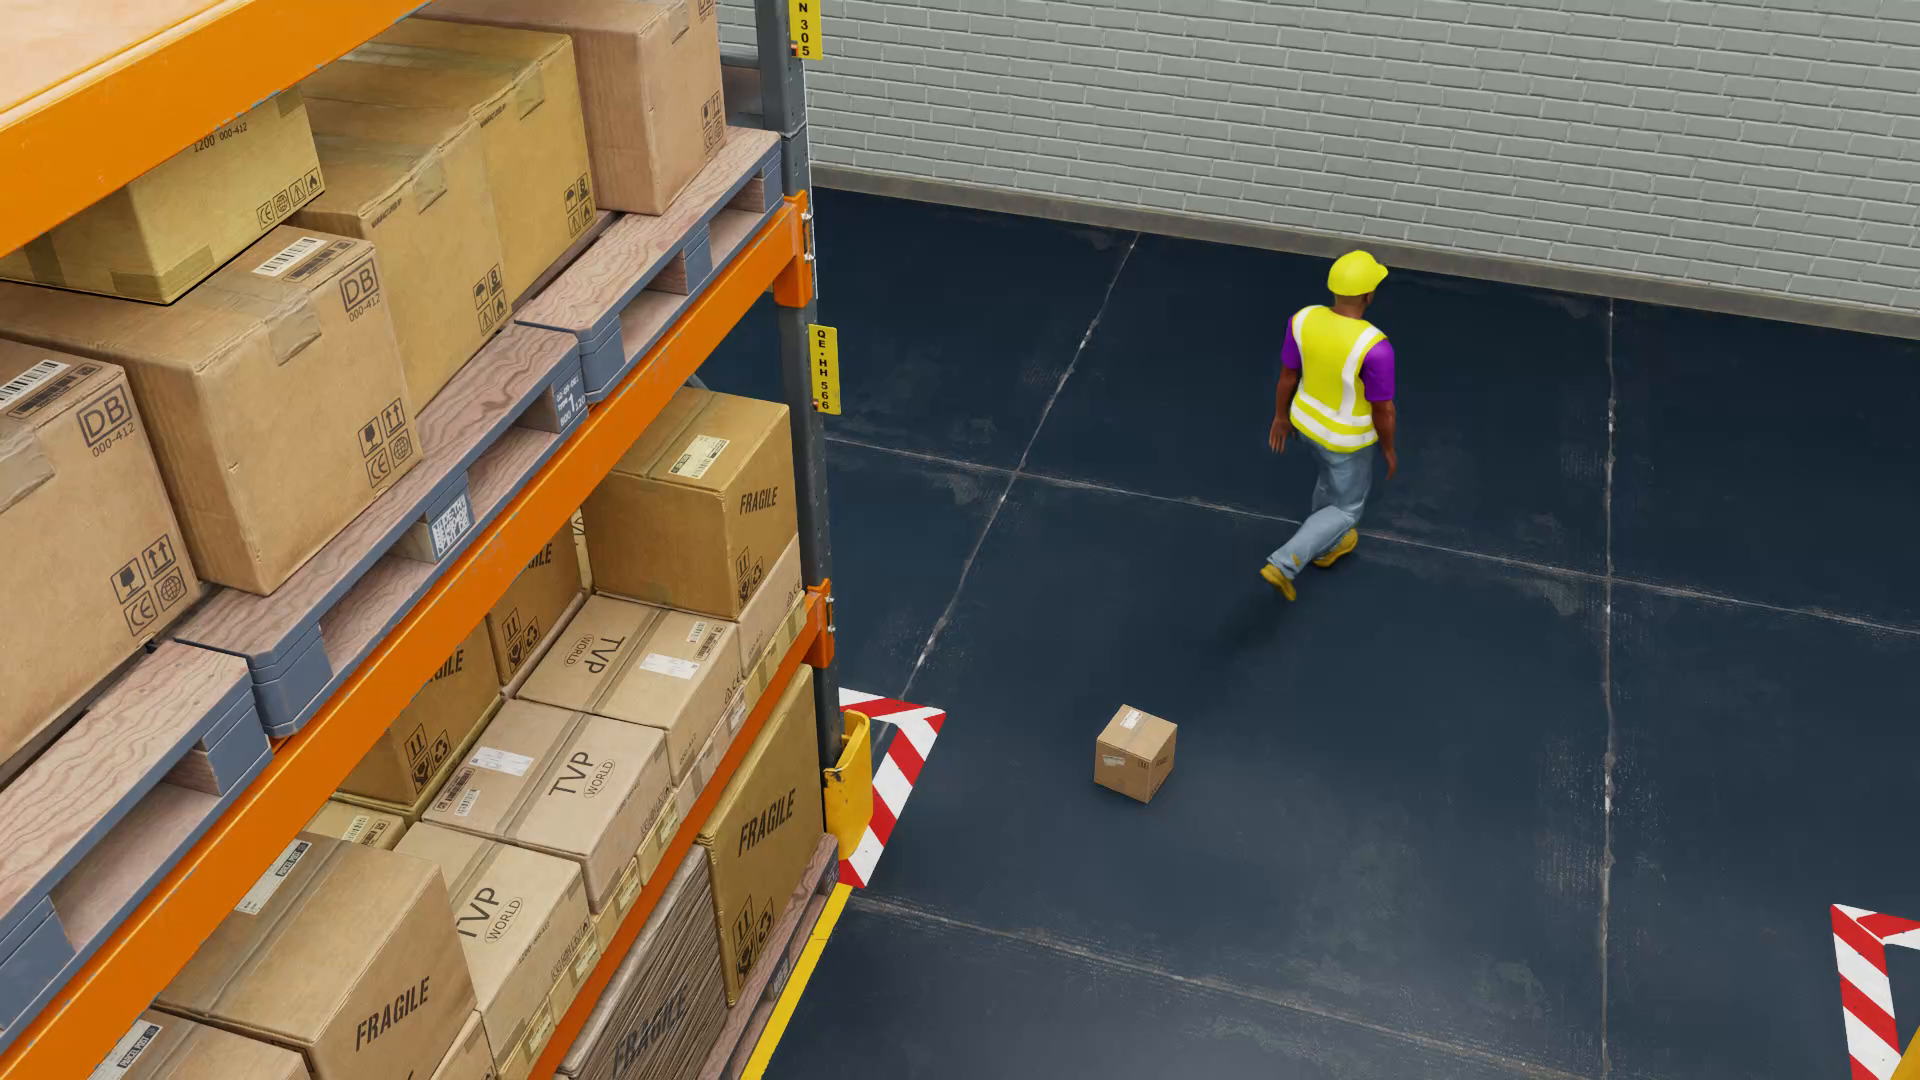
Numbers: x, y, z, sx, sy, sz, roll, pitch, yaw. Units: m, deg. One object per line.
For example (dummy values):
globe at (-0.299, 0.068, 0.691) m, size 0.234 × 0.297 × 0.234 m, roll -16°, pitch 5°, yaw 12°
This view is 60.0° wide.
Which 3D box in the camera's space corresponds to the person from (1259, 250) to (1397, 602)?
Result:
person at (1.680, -0.494, 7.517) m, size 0.849 × 1.739 × 0.581 m, roll -23°, pitch 42°, yaw -27°
